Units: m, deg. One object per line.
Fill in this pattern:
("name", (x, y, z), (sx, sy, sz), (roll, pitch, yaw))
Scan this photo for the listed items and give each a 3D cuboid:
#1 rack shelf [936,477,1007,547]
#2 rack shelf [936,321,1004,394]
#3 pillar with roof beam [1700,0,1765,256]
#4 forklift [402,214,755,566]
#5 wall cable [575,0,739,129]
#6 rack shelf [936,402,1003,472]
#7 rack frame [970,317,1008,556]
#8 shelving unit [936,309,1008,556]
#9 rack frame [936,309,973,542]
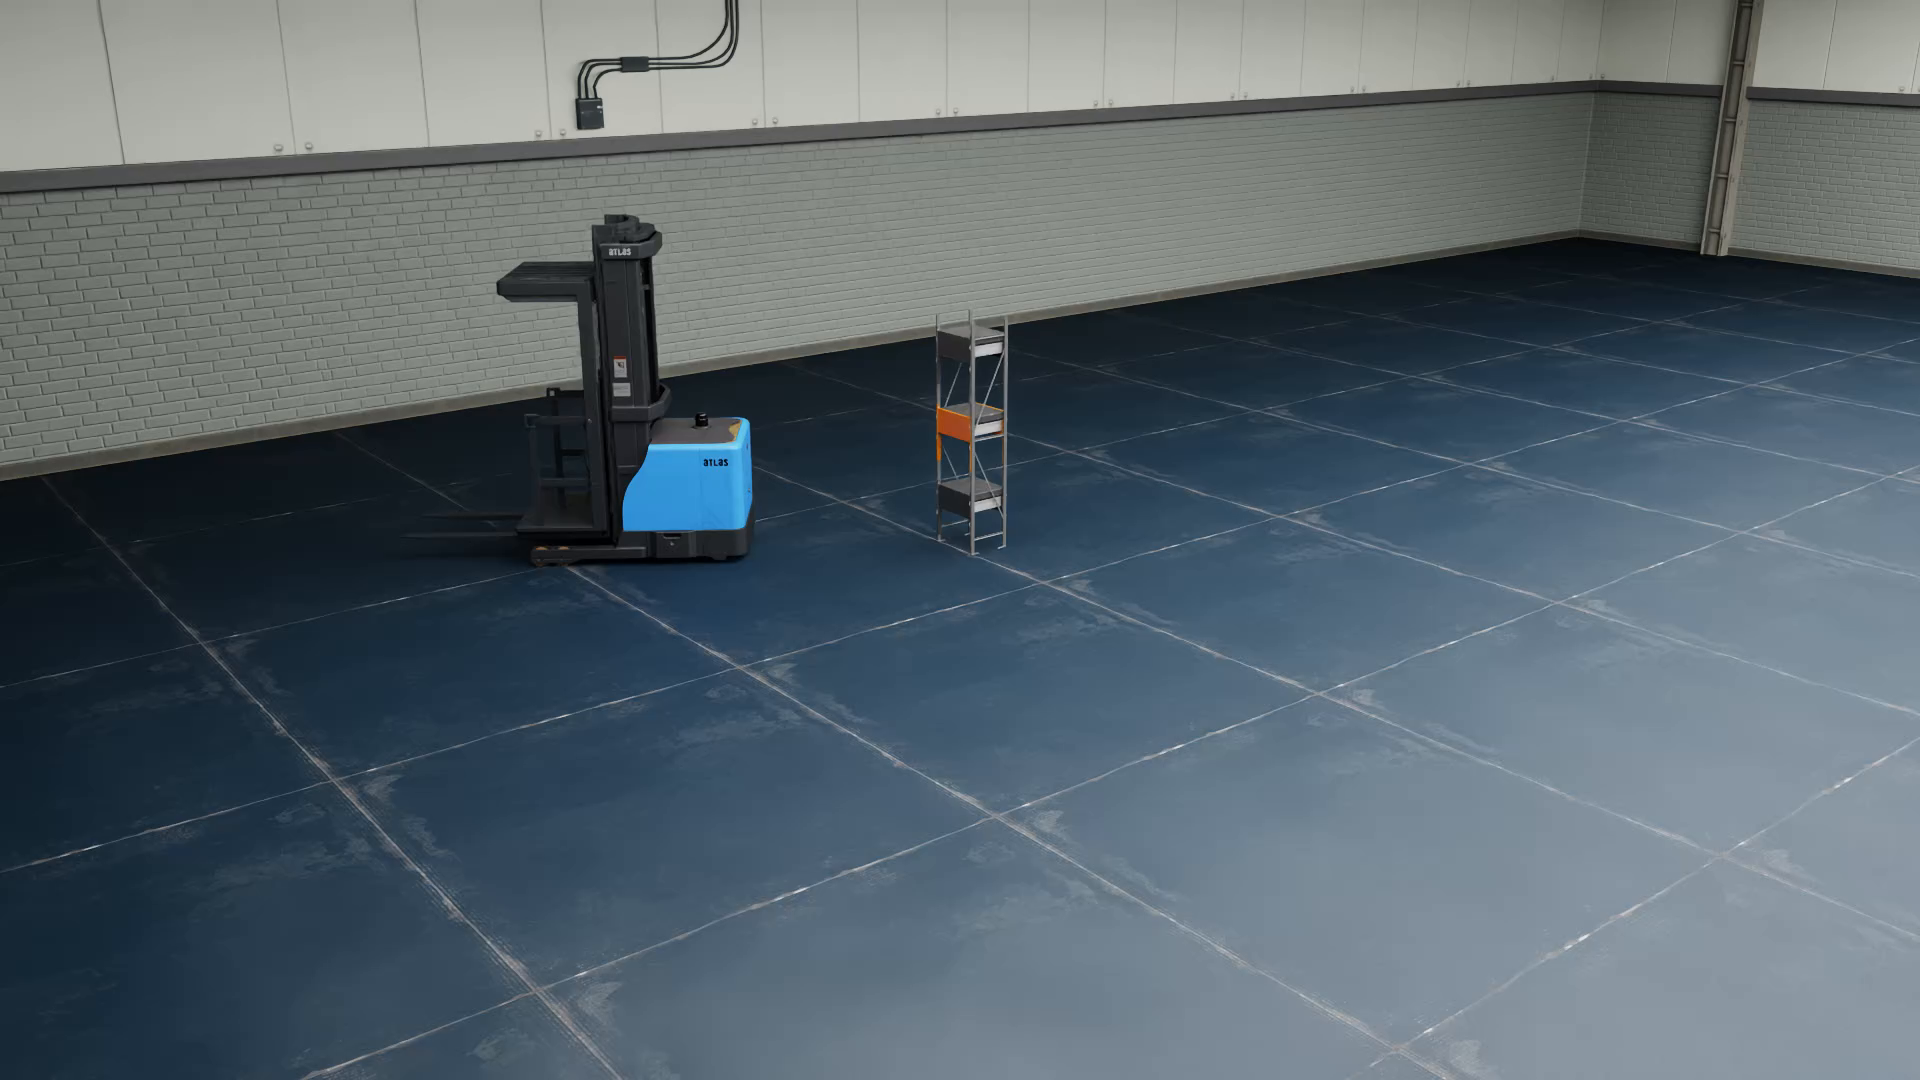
("rack shelf", (0.103, -0.279, 15.021), (0.431, 0.518, 0.480), (-14, 23, -36))
("rack shelf", (0.103, -1.608, 14.581), (0.431, 0.518, 0.480), (-14, 23, -36))
("pillar with roof beam", (10.992, -8.875, 27.738), (9.100, 9.000, 0.400), (-14, 23, -36))
("forklift", (-3.408, -1.331, 14.607), (3.031, 2.935, 1.130), (-1, 18, -2))
("wall cable", (-3.666, -8.015, 19.730), (2.305, 6.003, 0.169), (-14, 23, -36))
("rack shelf", (0.103, -0.943, 14.801), (0.431, 0.518, 0.480), (-14, 23, -36))
("rack frame", (0.254, -0.896, 14.615), (0.400, 2.100, 0.015), (-14, 23, -36))
("shelving unit", (0.103, -0.956, 14.797), (0.431, 2.100, 0.503), (-14, 23, -36))
("rack frame", (-0.049, -1.016, 14.978), (0.400, 2.100, 0.015), (-14, 23, -36))
